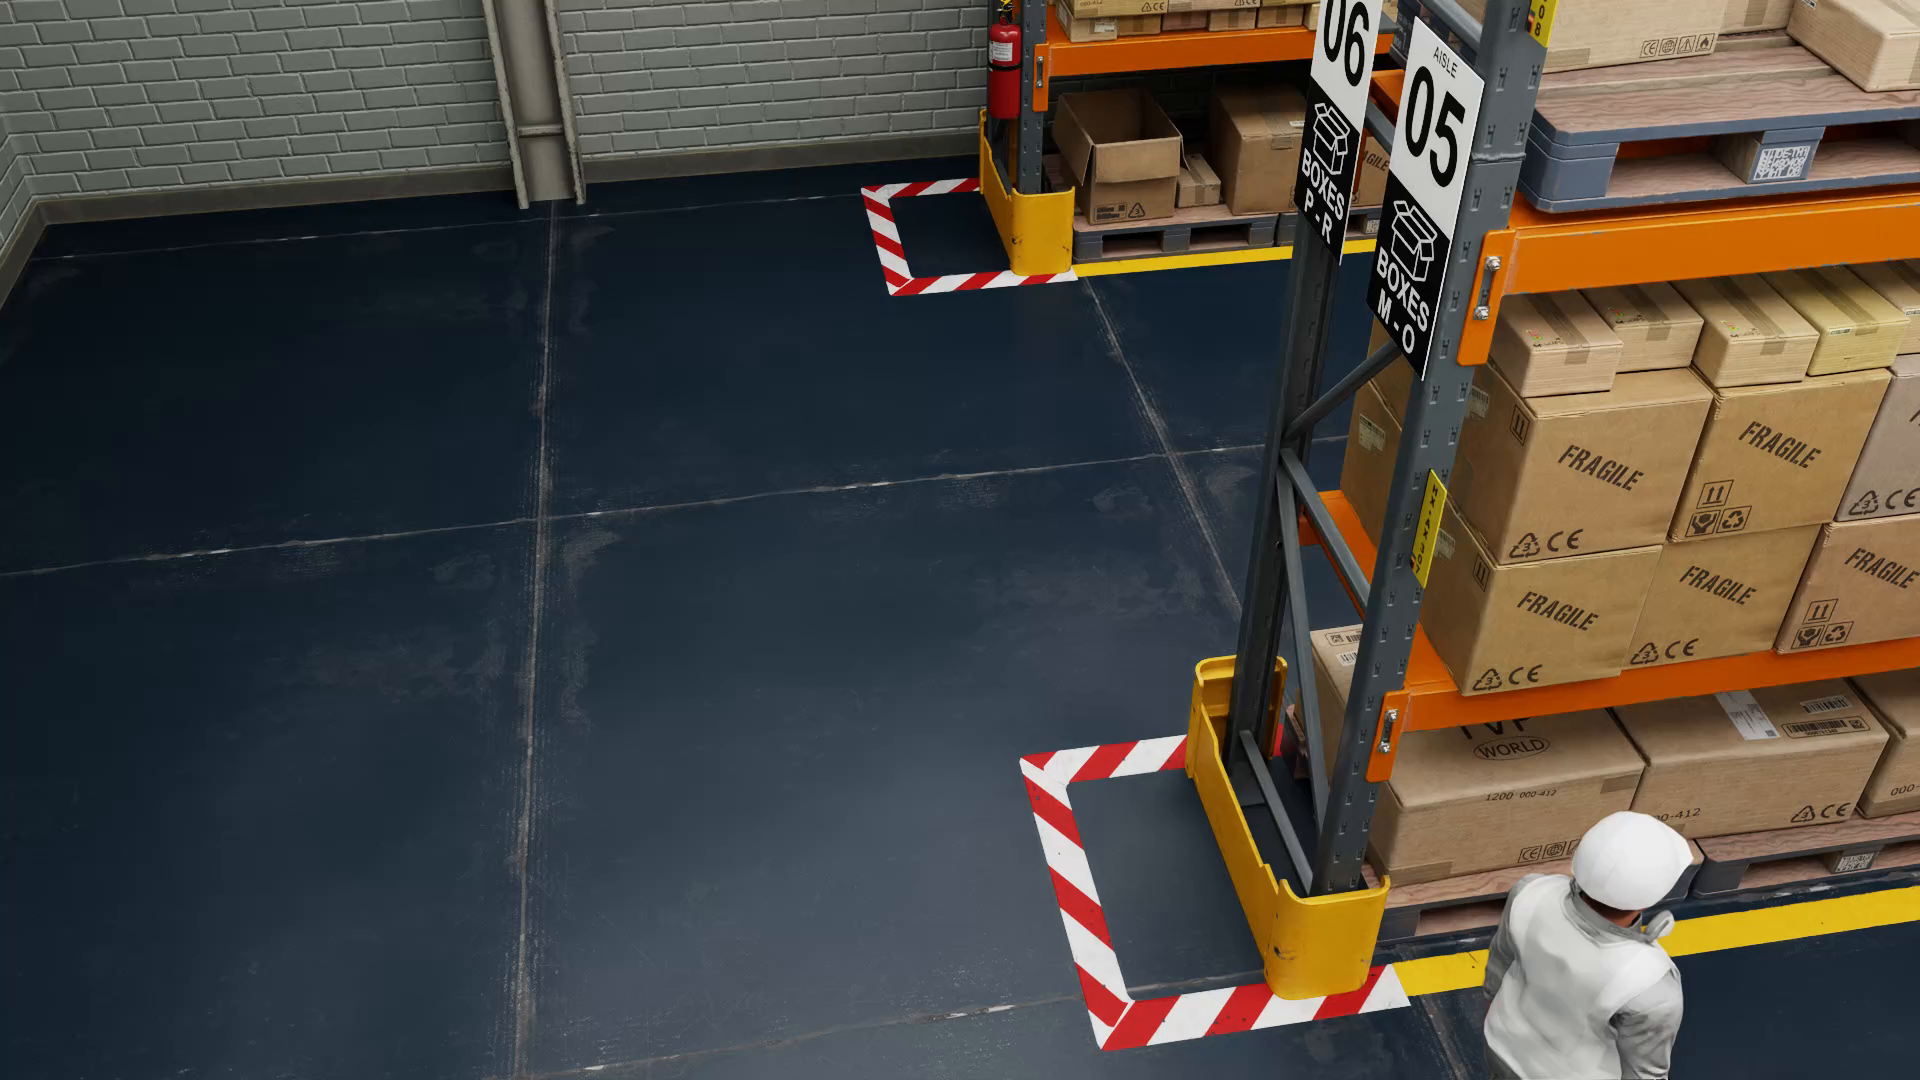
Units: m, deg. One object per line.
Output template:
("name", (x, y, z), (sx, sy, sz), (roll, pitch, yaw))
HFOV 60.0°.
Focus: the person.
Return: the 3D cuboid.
("person", (1.638, 1.380, 4.378), (0.394, 1.780, 0.632), (-20, 43, -23))
